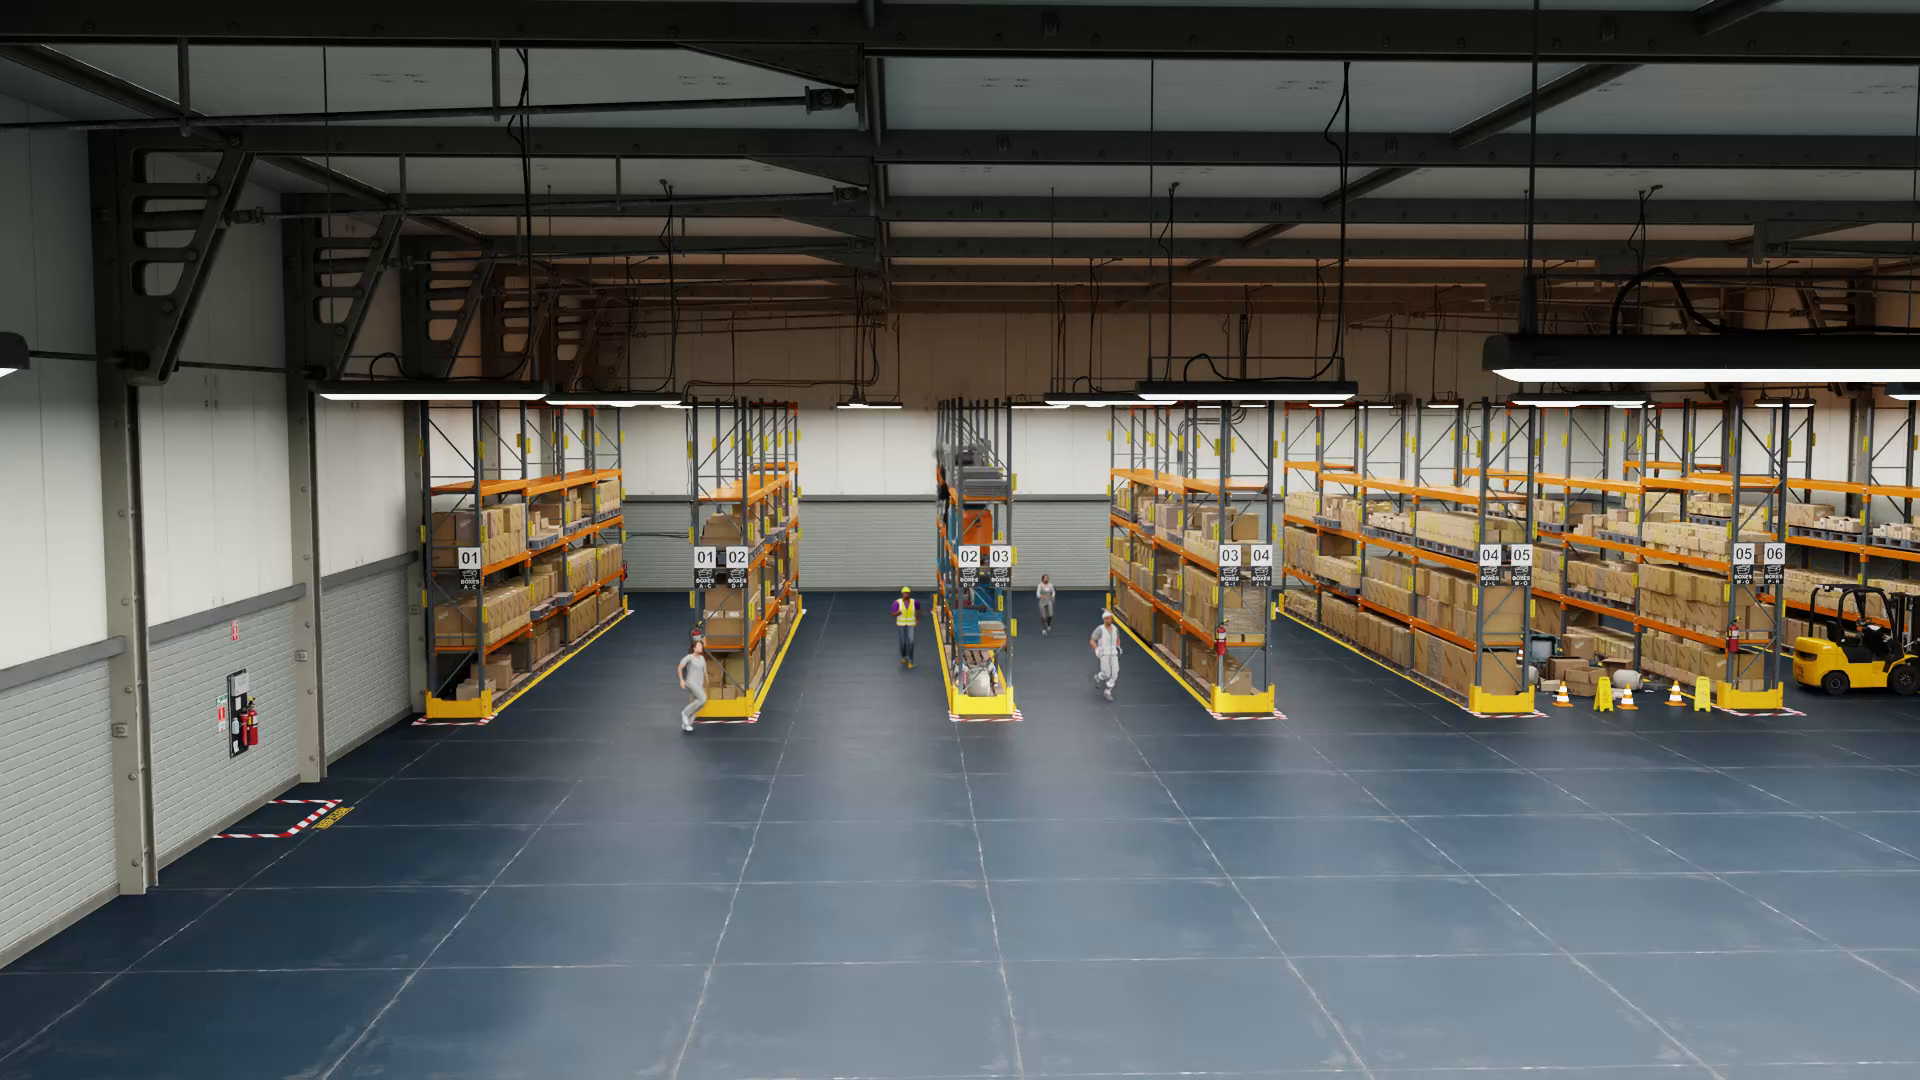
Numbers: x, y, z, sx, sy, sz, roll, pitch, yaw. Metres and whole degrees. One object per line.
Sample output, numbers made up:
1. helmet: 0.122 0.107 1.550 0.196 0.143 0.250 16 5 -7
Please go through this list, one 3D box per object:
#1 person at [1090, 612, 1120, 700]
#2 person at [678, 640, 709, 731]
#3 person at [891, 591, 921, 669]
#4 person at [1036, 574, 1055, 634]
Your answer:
1. person: 2.927 2.299 33.257 0.670 1.752 0.611 -2 5 -25
2. person: -4.713 2.614 29.924 0.529 1.583 0.593 3 5 32
3. person: -1.207 1.975 37.277 0.677 1.785 0.738 0 4 -4
4. person: 2.210 1.651 42.484 0.518 1.564 0.591 -1 4 -7
